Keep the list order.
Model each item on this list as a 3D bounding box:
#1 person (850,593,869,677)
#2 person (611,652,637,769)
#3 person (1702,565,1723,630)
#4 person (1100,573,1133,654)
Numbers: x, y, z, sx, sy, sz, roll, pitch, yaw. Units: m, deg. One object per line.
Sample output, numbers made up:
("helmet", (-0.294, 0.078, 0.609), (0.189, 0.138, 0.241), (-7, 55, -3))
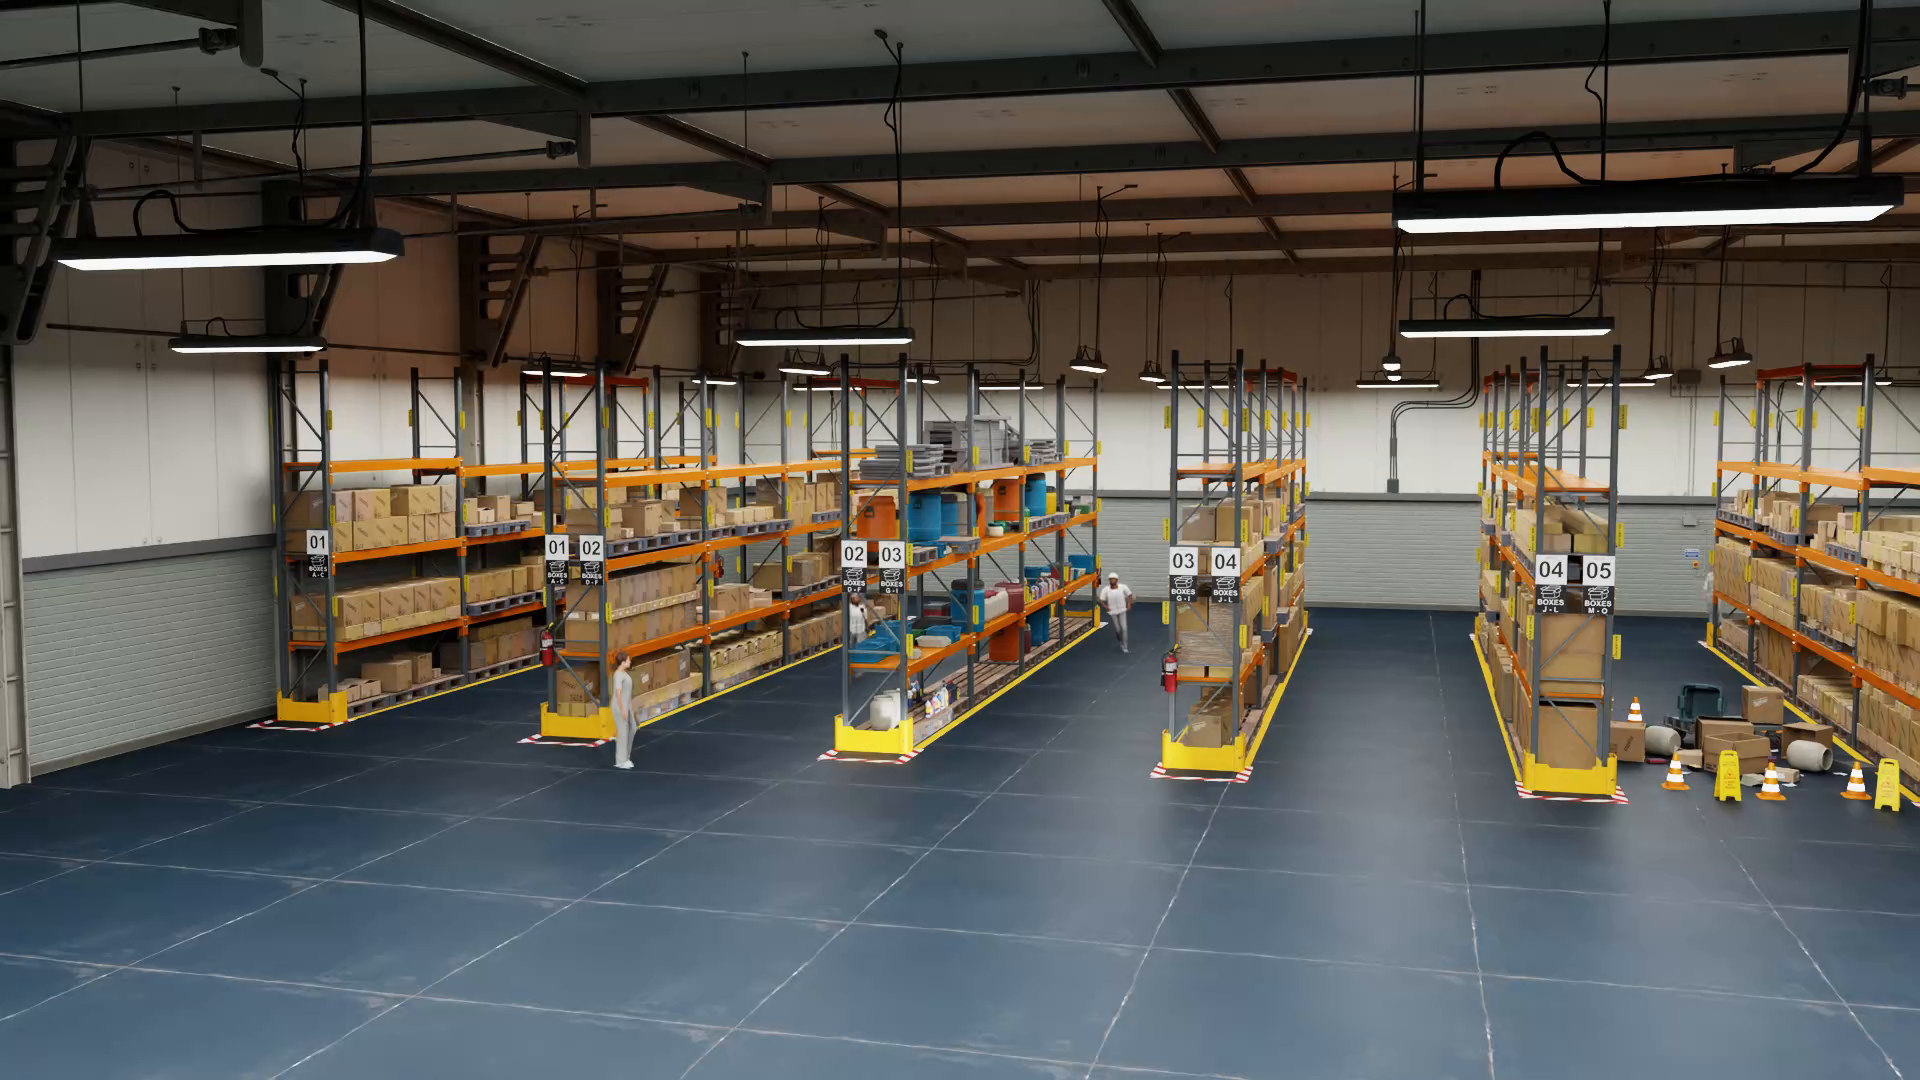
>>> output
("person", (-1.983, 1.802, 32.254), (0.460, 1.662, 0.665), (1, 4, 11))
("person", (-4.865, 2.472, 24.055), (0.359, 1.723, 0.510), (0, 4, 4))
("person", (18.067, 1.357, 39.872), (0.507, 1.616, 0.460), (3, 5, 34))
("person", (3.382, 1.566, 35.881), (0.721, 1.721, 0.743), (0, 4, 0))
